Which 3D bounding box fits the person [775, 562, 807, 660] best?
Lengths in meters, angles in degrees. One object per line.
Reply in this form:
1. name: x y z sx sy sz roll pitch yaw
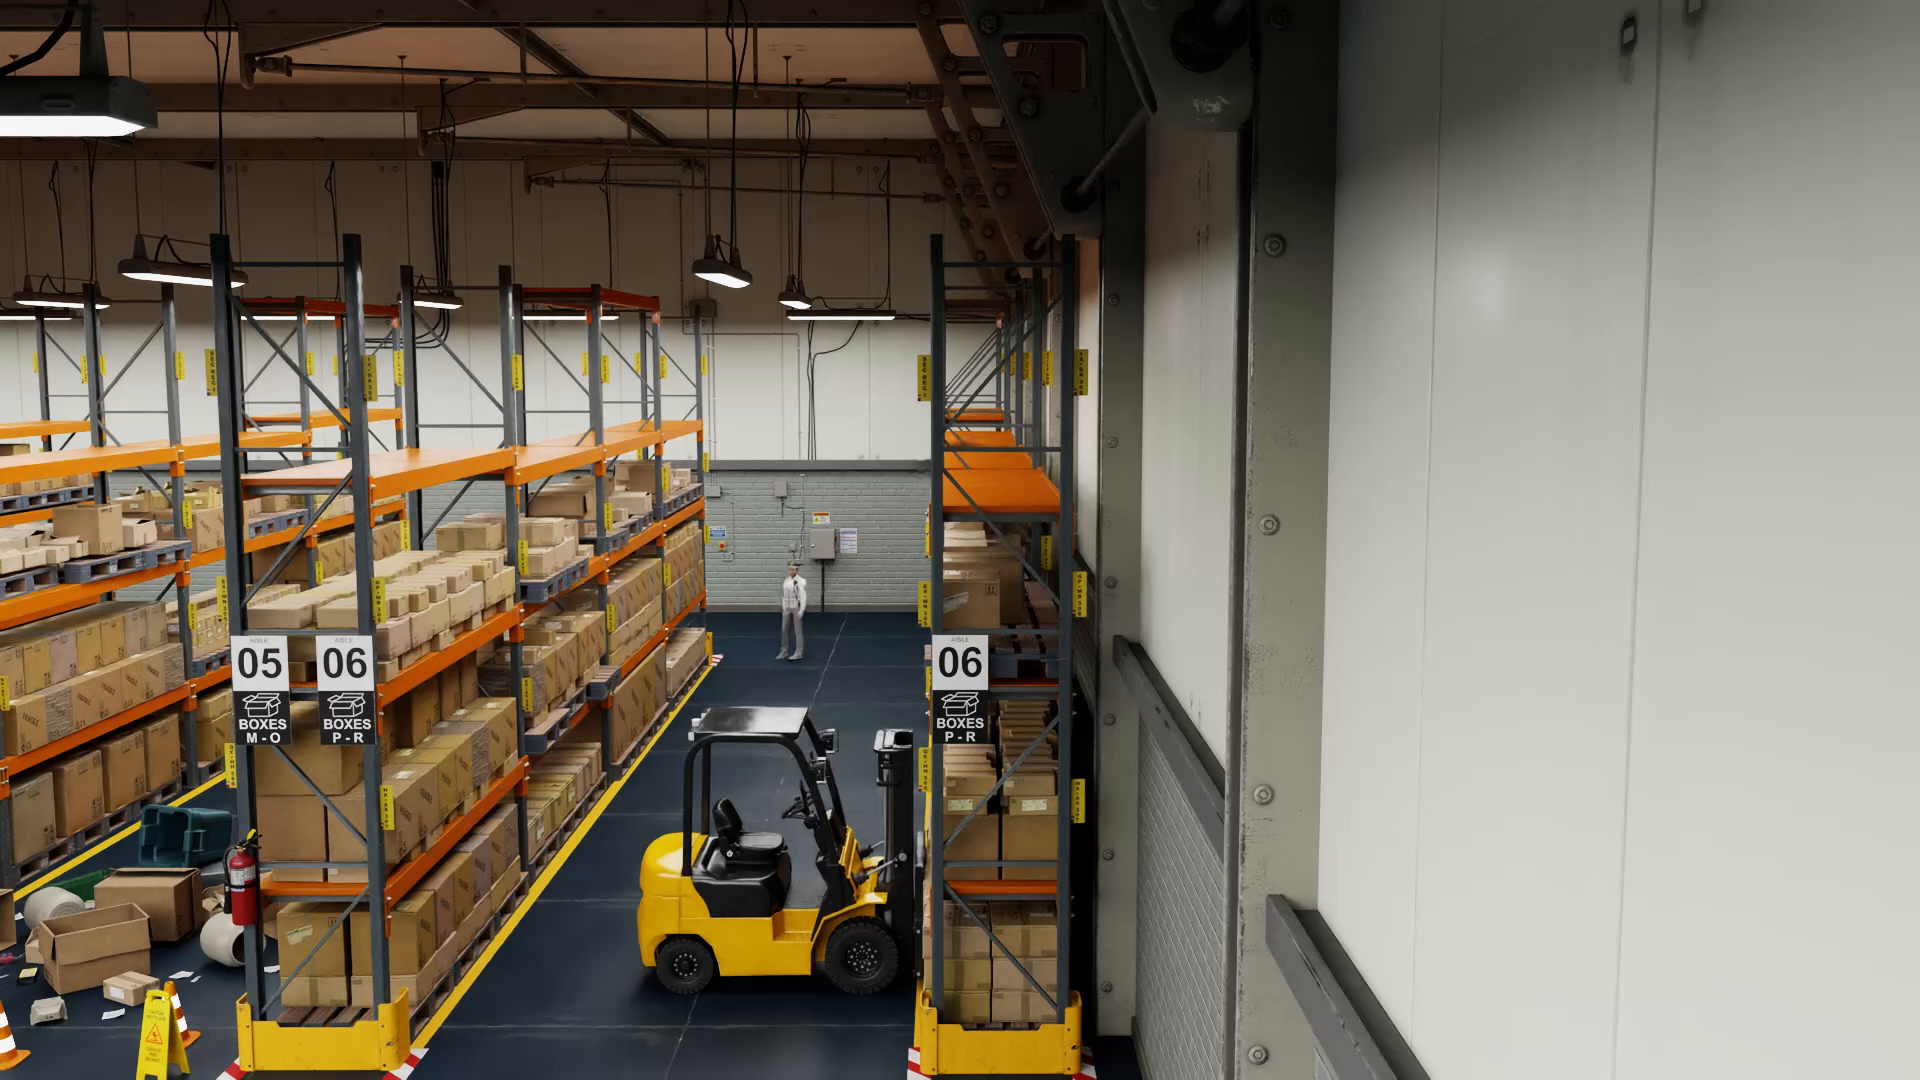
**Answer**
1. person: -2.868 1.219 28.423 0.549 1.711 0.413 5 8 40
